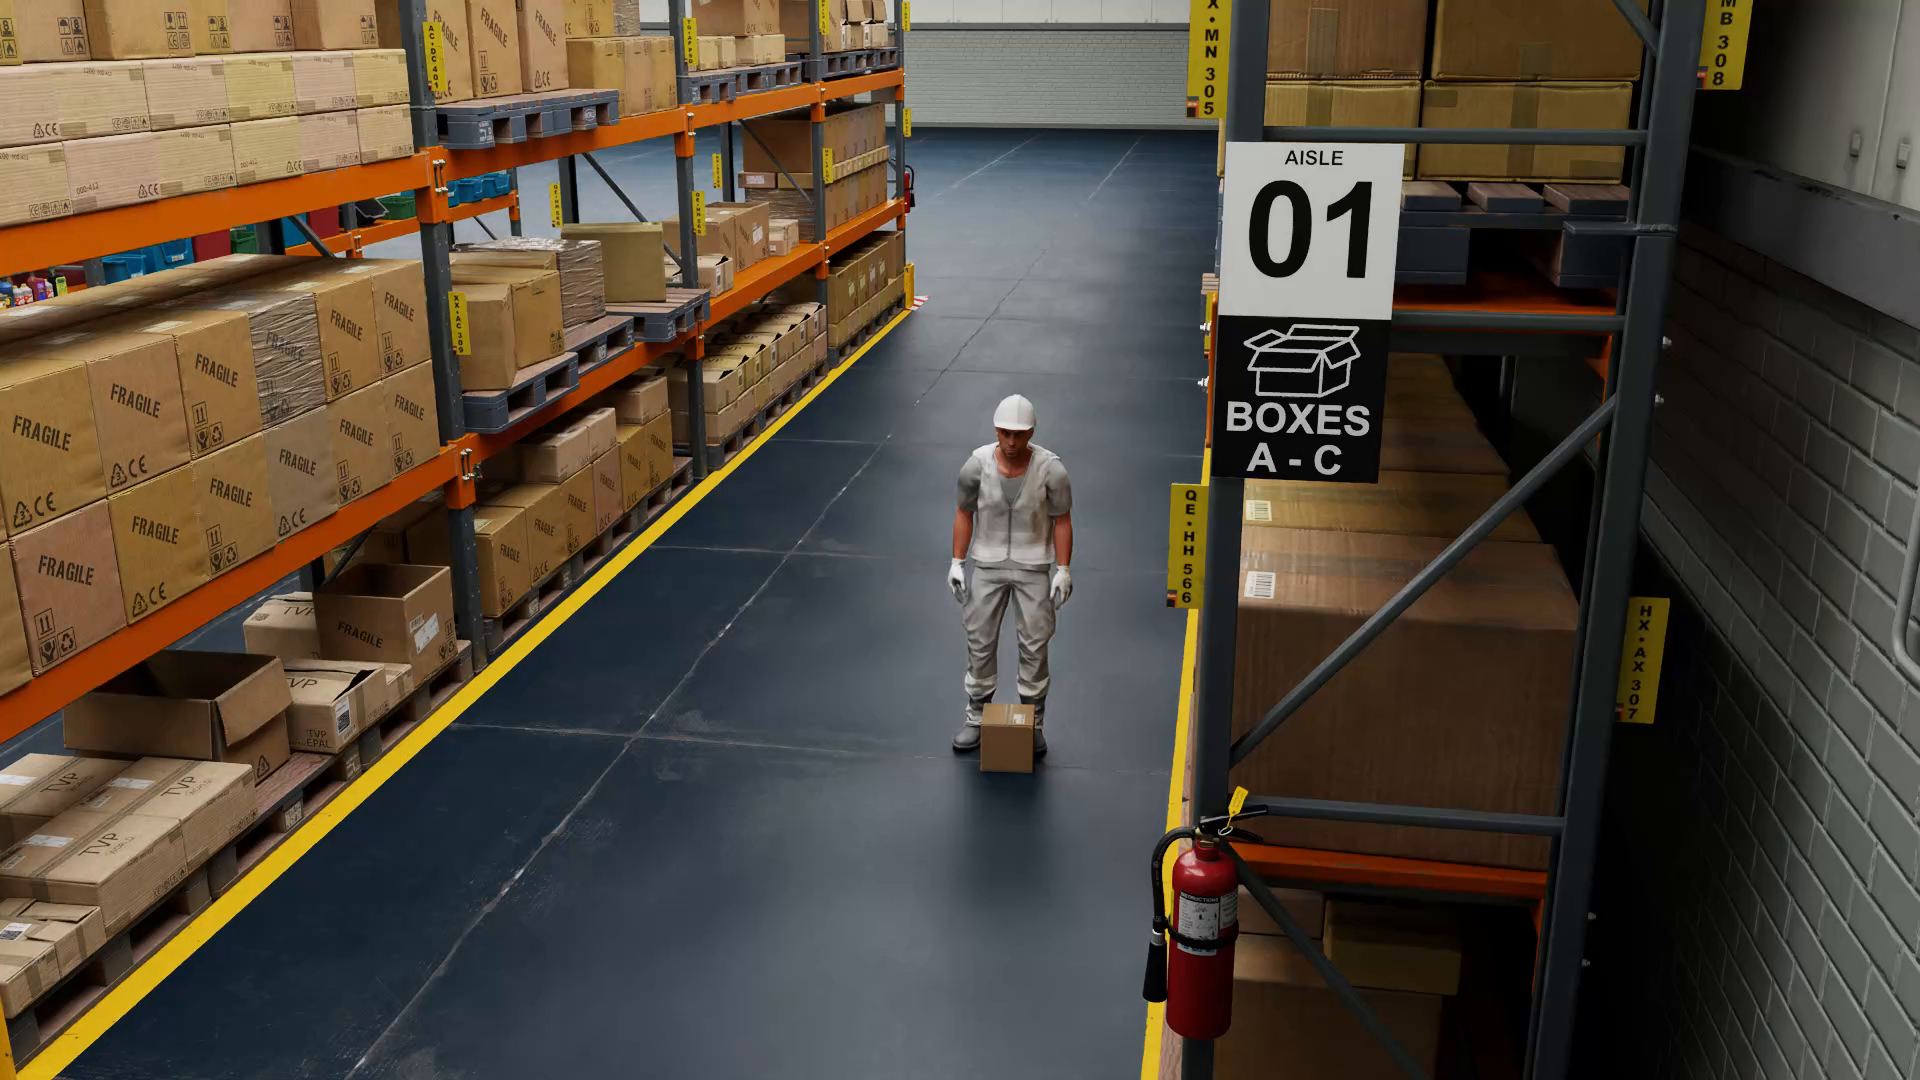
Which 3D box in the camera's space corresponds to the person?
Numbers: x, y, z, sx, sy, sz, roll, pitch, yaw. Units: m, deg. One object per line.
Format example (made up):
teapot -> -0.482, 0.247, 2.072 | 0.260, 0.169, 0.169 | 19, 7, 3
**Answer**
person -> 0.243, 0.160, 8.027 | 0.608, 1.779, 0.450 | 3, 18, 9
